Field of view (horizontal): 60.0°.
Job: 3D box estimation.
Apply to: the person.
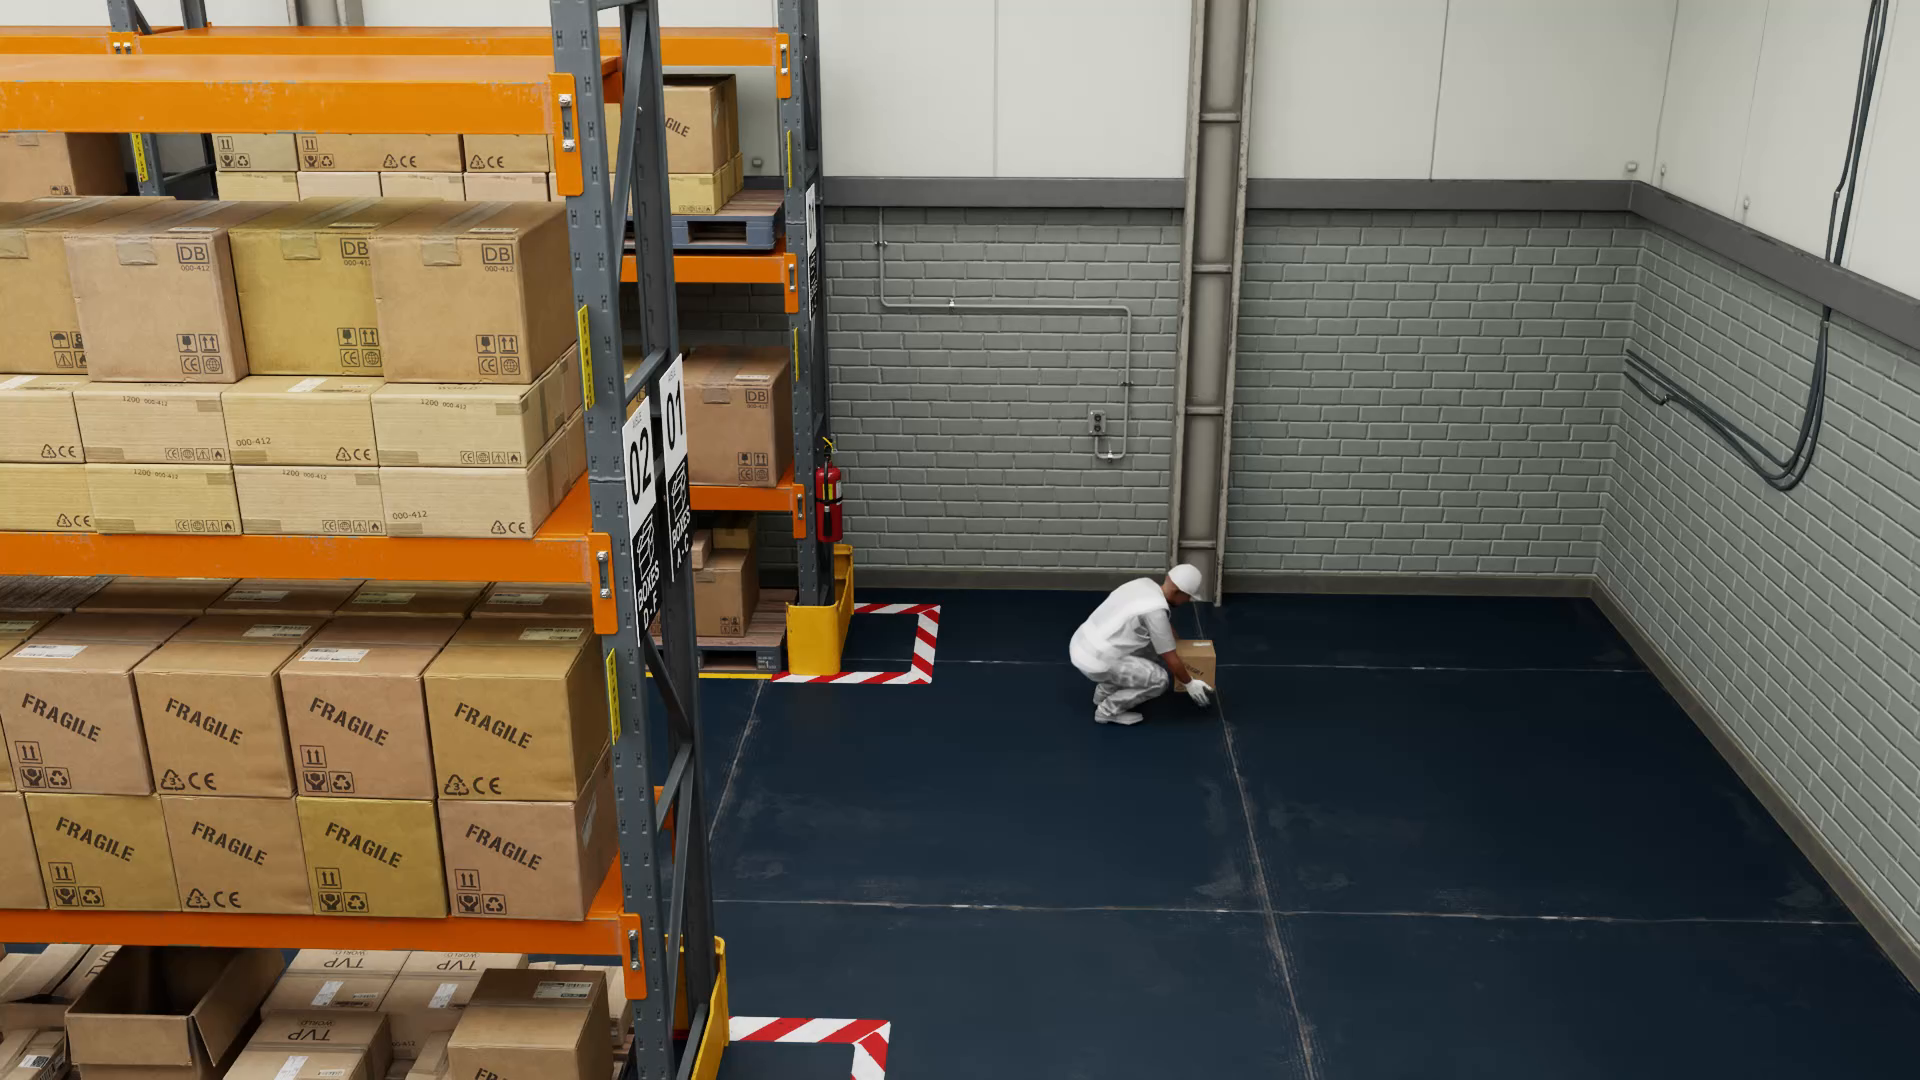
[{"bbox_3d":[1.145,0.634,10.497,0.901,0.996,0.566,0,21,1],"label":"person"}]
